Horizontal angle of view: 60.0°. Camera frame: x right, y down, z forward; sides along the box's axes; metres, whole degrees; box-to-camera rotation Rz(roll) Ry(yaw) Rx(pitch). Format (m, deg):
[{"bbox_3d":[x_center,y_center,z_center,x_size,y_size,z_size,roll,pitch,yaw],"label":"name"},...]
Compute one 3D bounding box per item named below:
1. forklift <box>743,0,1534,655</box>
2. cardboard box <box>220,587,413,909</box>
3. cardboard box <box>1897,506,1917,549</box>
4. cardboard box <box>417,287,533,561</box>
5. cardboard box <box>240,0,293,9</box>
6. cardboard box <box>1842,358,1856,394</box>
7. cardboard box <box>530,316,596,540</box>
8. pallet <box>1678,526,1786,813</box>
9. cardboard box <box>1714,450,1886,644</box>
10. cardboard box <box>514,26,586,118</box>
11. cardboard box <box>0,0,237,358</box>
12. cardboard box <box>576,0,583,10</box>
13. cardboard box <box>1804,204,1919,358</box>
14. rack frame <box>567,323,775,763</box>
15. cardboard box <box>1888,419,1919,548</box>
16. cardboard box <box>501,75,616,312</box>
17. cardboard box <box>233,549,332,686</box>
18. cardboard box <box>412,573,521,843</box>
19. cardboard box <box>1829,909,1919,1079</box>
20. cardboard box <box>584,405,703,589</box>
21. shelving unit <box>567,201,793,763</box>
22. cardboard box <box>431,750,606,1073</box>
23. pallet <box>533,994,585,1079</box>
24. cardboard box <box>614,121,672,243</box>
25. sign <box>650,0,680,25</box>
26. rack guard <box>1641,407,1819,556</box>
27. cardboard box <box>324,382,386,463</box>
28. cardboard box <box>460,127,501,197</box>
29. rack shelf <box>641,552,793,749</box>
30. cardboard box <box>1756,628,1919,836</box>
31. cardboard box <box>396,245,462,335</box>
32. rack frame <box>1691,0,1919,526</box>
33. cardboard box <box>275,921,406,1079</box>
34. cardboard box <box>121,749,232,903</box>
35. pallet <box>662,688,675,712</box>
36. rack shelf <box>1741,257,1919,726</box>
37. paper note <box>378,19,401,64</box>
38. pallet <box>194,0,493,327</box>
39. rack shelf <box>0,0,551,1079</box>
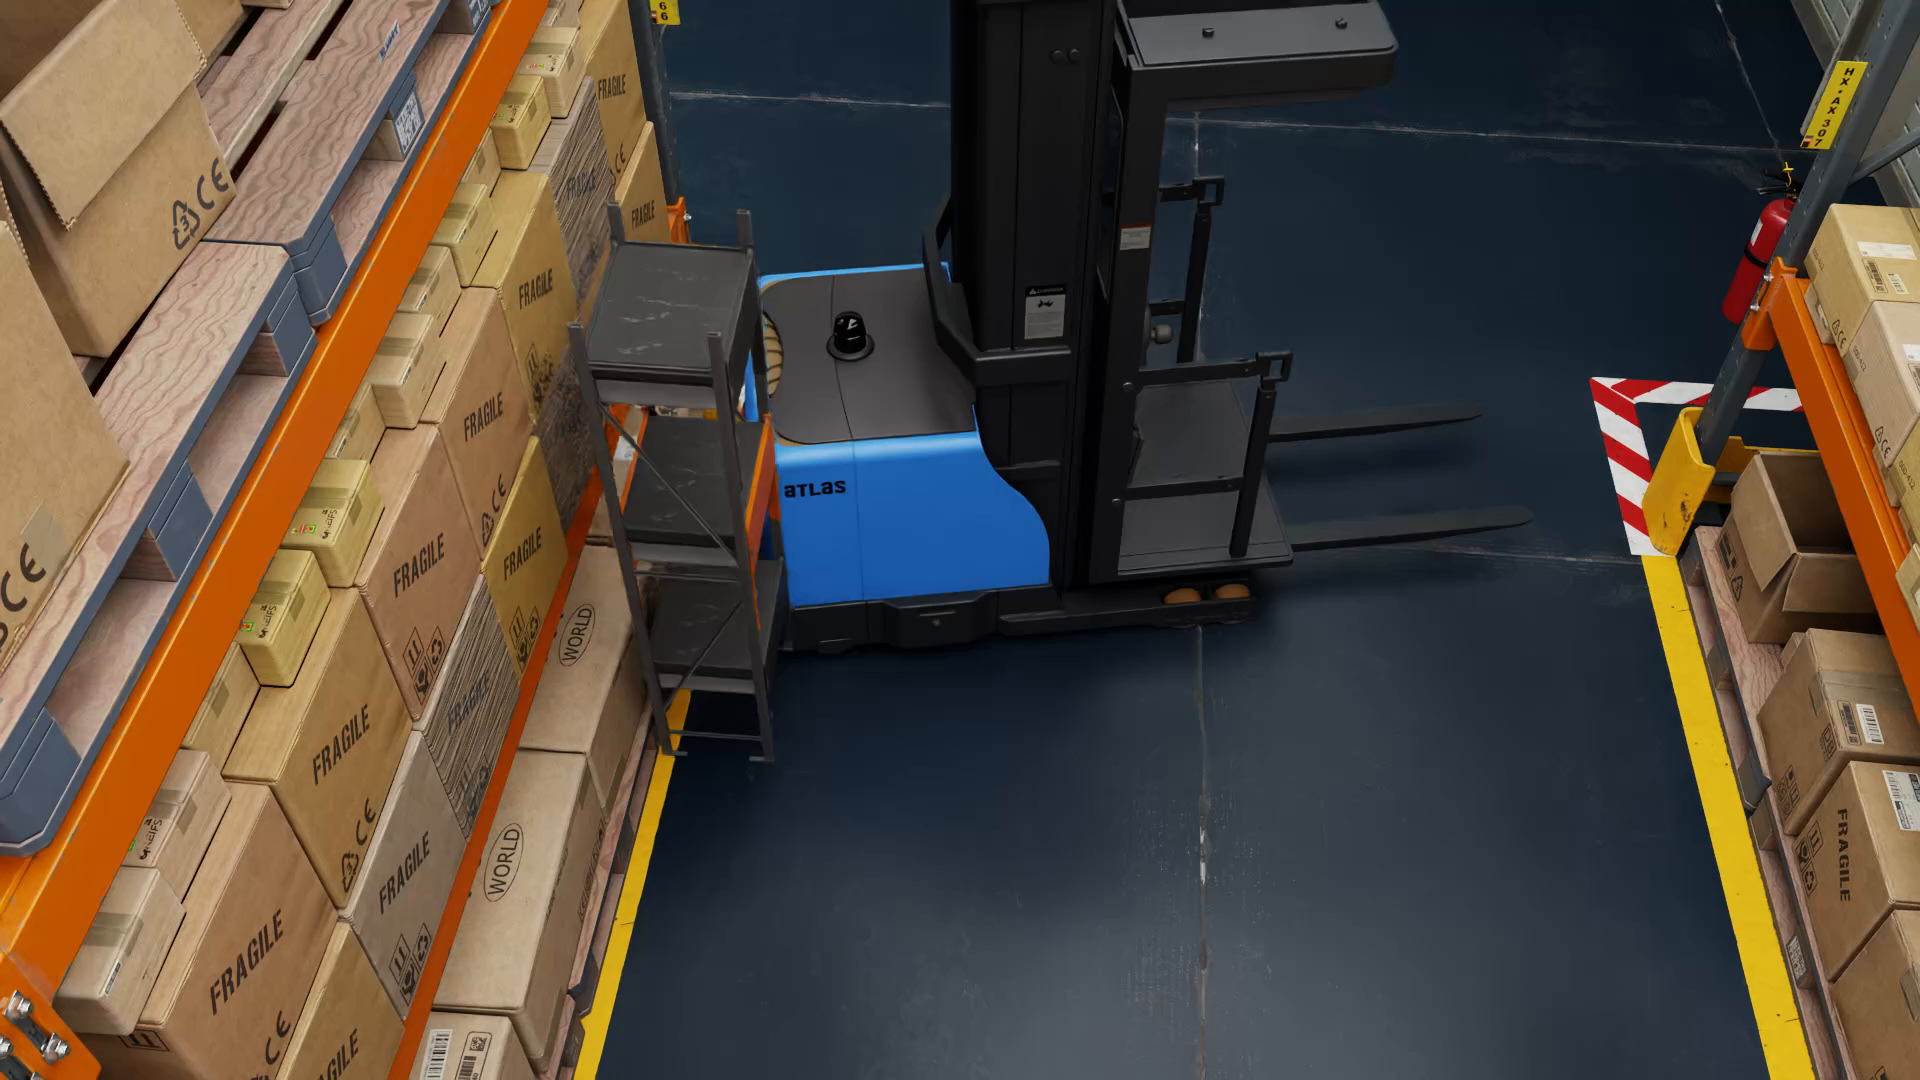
[{"bbox_3d":[0.719,-1.031,5.733,3.031,2.935,1.130,-5,48,-5],"label":"forklift"},{"bbox_3d":[-1.560,0.436,3.599,0.500,0.500,0.500,3,48,3],"label":"cardboard box"},{"bbox_3d":[3.039,-0.026,4.937,0.380,0.149,0.250,5,48,4],"label":"cardboard box"},{"bbox_3d":[-1.453,-0.310,4.281,0.500,0.500,0.500,4,48,3],"label":"cardboard box"},{"bbox_3d":[-1.718,-1.488,3.780,0.500,0.311,0.500,5,48,4],"label":"cardboard box"},{"bbox_3d":[3.131,-0.598,5.461,0.380,0.149,0.250,5,48,4],"label":"cardboard box"},{"bbox_3d":[-1.410,-0.342,4.989,0.500,0.500,0.500,5,48,5],"label":"cardboard box"},{"bbox_3d":[3.333,0.487,6.188,1.003,0.211,1.213,4,48,4],"label":"pallet"},{"bbox_3d":[3.261,0.048,6.107,0.797,0.503,0.637,2,48,2],"label":"cardboard box"},{"bbox_3d":[-1.304,-1.357,4.799,0.380,0.149,0.250,3,48,3],"label":"cardboard box"},{"bbox_3d":[-1.806,-0.704,2.932,0.797,0.503,0.637,7,48,7],"label":"cardboard box"},{"bbox_3d":[-1.365,-1.740,5.150,0.380,0.149,0.250,4,48,4],"label":"cardboard box"},{"bbox_3d":[3.102,-0.831,5.403,0.500,0.250,0.500,4,48,4],"label":"cardboard box"},{"bbox_3d":[-0.840,0.116,5.121,0.400,2.100,0.015,4,51,2],"label":"rack frame"},{"bbox_3d":[3.013,-0.088,4.723,0.500,0.250,0.500,3,48,3],"label":"cardboard box"},{"bbox_3d":[-1.357,-1.042,4.951,0.500,0.500,0.500,4,48,4],"label":"cardboard box"},{"bbox_3d":[-1.537,0.149,3.422,0.380,0.149,0.250,4,48,3],"label":"cardboard box"},{"bbox_3d":[-1.491,0.417,4.294,0.500,0.500,0.500,4,48,4],"label":"cardboard box"},{"bbox_3d":[3.050,1.437,4.838,0.700,0.500,0.500,2,48,2],"label":"cardboard box"},{"bbox_3d":[-1.492,-0.213,6.389,0.875,0.438,0.875,2,48,2],"label":"cardboard box"},{"bbox_3d":[-0.822,-0.073,5.275,0.431,2.100,0.503,4,51,2],"label":"shelving unit"},{"bbox_3d":[-1.651,1.123,5.168,0.875,0.438,0.875,3,48,2],"label":"cardboard box"},{"bbox_3d":[-1.749,1.900,4.895,1.003,0.211,1.213,4,48,4],"label":"pallet"},{"bbox_3d":[-1.312,-1.089,5.671,0.500,0.500,0.500,4,48,4],"label":"cardboard box"},{"bbox_3d":[-0.993,-1.851,5.491,0.100,0.325,0.005,4,48,4],"label":"sign"},{"bbox_3d":[3.404,-0.197,6.617,1.175,0.500,0.348,4,48,4],"label":"rack guard"},{"bbox_3d":[-1.543,-0.235,3.773,0.380,0.149,0.250,4,48,3],"label":"cardboard box"},{"bbox_3d":[-1.462,-0.987,4.461,0.380,0.149,0.250,3,48,3],"label":"cardboard box"},{"bbox_3d":[-0.837,0.375,5.830,0.431,0.518,0.480,4,51,2],"label":"rack shelf"},{"bbox_3d":[3.145,0.674,5.536,0.700,0.500,0.500,6,48,5],"label":"cardboard box"},{"bbox_3d":[-1.469,-0.607,4.114,0.380,0.149,0.250,5,48,5],"label":"cardboard box"},{"bbox_3d":[3.411,-1.096,5.746,1.000,3.000,0.127,4,48,4],"label":"rack frame"},{"bbox_3d":[-1.593,1.151,3.623,0.500,0.500,0.500,5,48,5],"label":"cardboard box"},{"bbox_3d":[-1.602,0.518,3.084,0.380,0.149,0.250,5,48,4],"label":"cardboard box"},{"bbox_3d":[-1.527,0.107,6.535,1.003,0.211,1.213,4,48,4],"label":"pallet"},{"bbox_3d":[3.229,0.616,4.667,1.077,0.370,4.000,4,48,4],"label":"rack shelf"},{"bbox_3d":[-1.144,-1.000,3.338,0.006,0.032,0.123,4,48,4],"label":"paper note"},{"bbox_3d":[-1.698,-0.965,3.653,1.003,0.211,1.213,4,48,4],"label":"pallet"},{"bbox_3d":[-1.714,-0.775,3.810,0.831,0.071,3.687,4,48,4],"label":"rack shelf"}]
